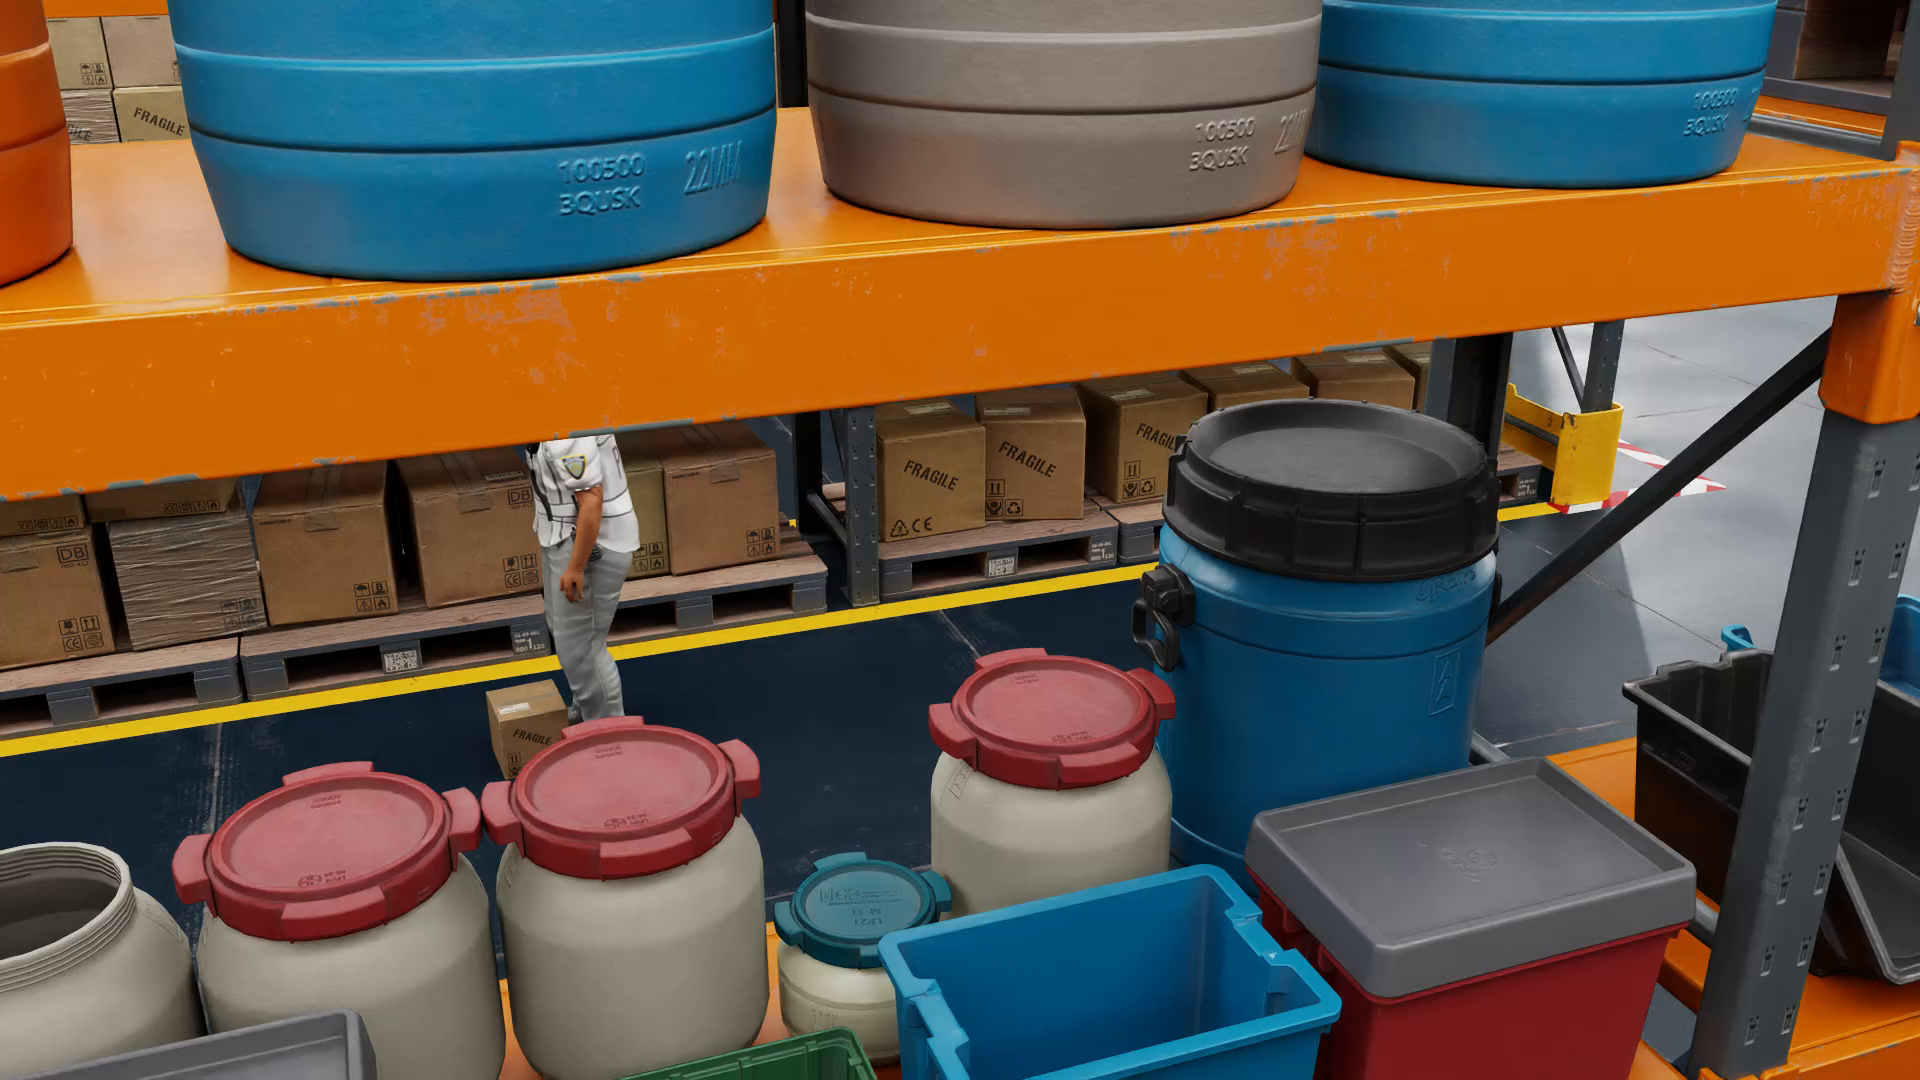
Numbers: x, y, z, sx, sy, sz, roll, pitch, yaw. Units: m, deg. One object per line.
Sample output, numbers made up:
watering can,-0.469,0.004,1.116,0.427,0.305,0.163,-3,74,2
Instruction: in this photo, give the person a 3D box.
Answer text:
person,-1.407,0.022,6.034,0.470,1.665,0.537,-8,24,-19
